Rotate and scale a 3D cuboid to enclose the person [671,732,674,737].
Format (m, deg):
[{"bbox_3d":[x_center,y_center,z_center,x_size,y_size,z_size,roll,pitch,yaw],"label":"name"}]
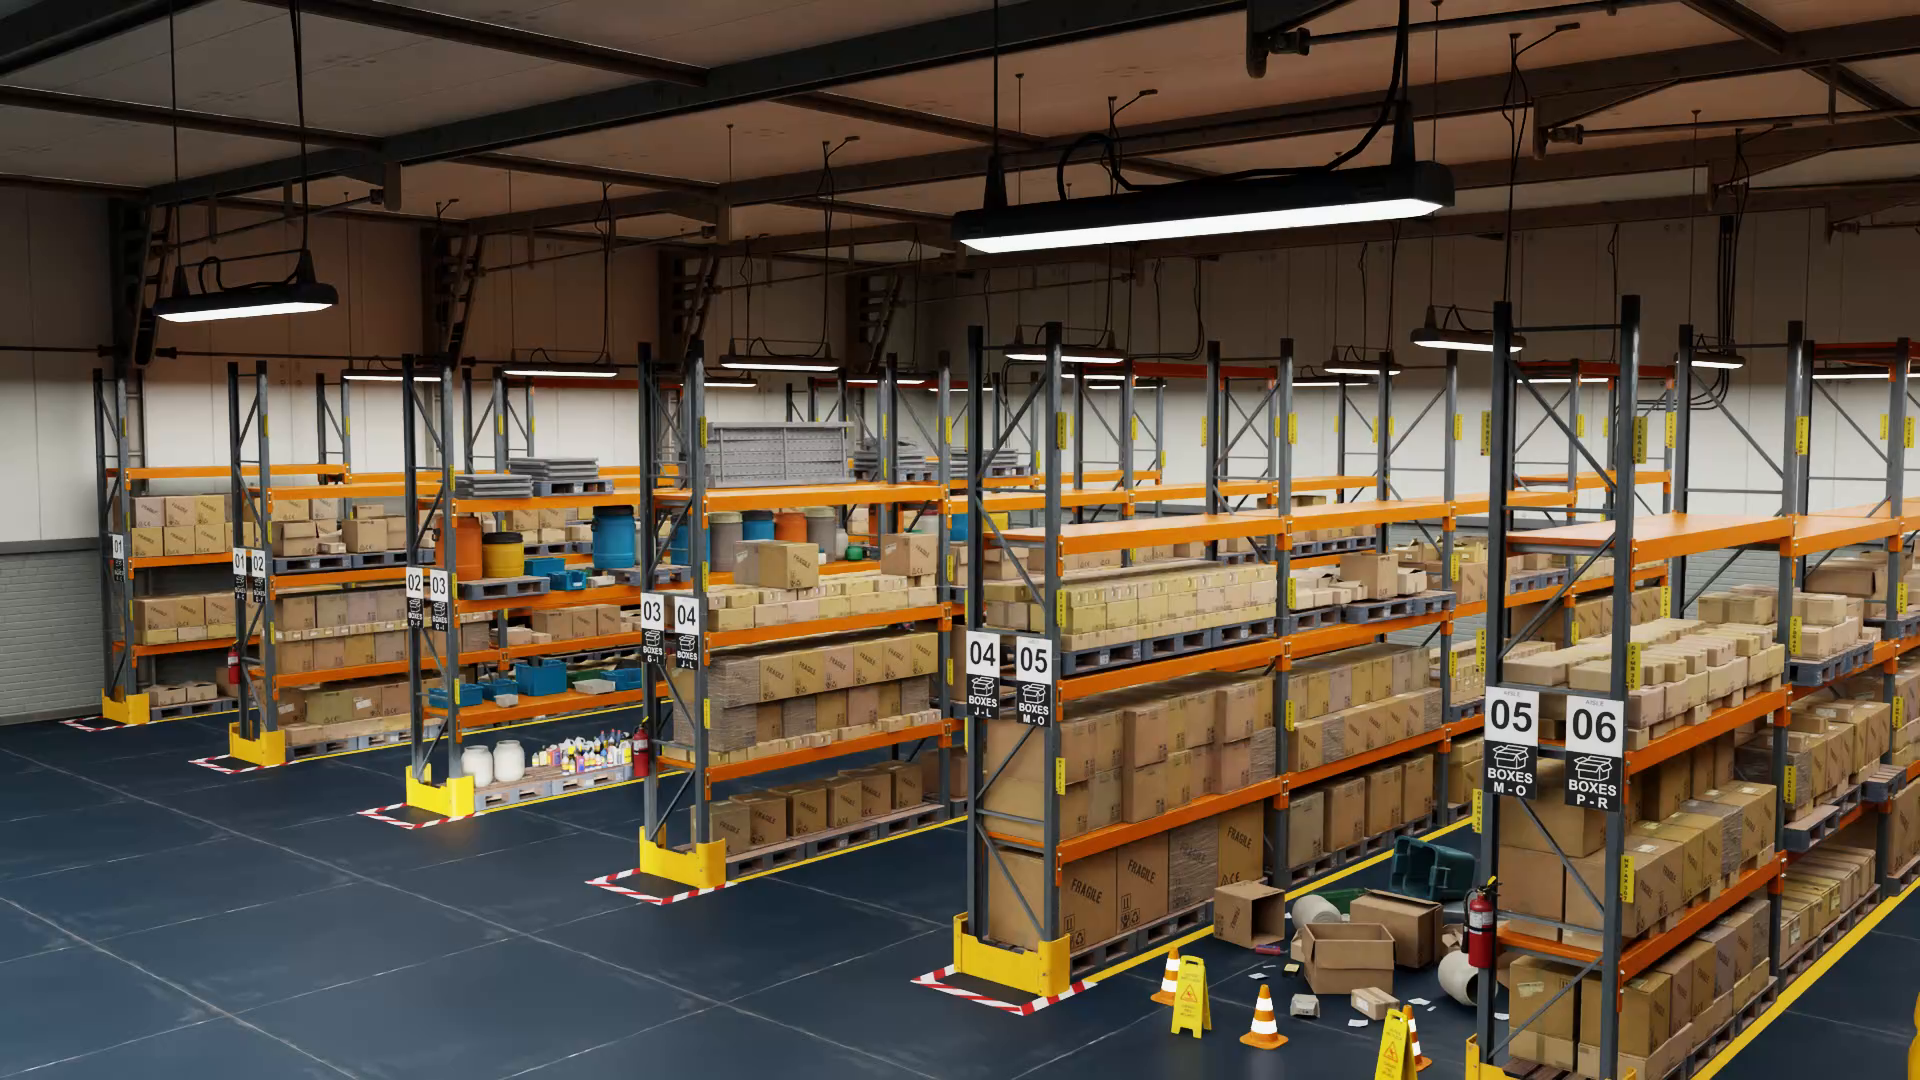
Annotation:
[{"bbox_3d":[-4.253,2.311,26.288,0.583,1.741,0.905,-2,5,-25],"label":"person"}]

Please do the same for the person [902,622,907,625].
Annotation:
[{"bbox_3d":[-1.447,1.506,37.996,0.576,1.744,0.700,4,6,40],"label":"person"}]
